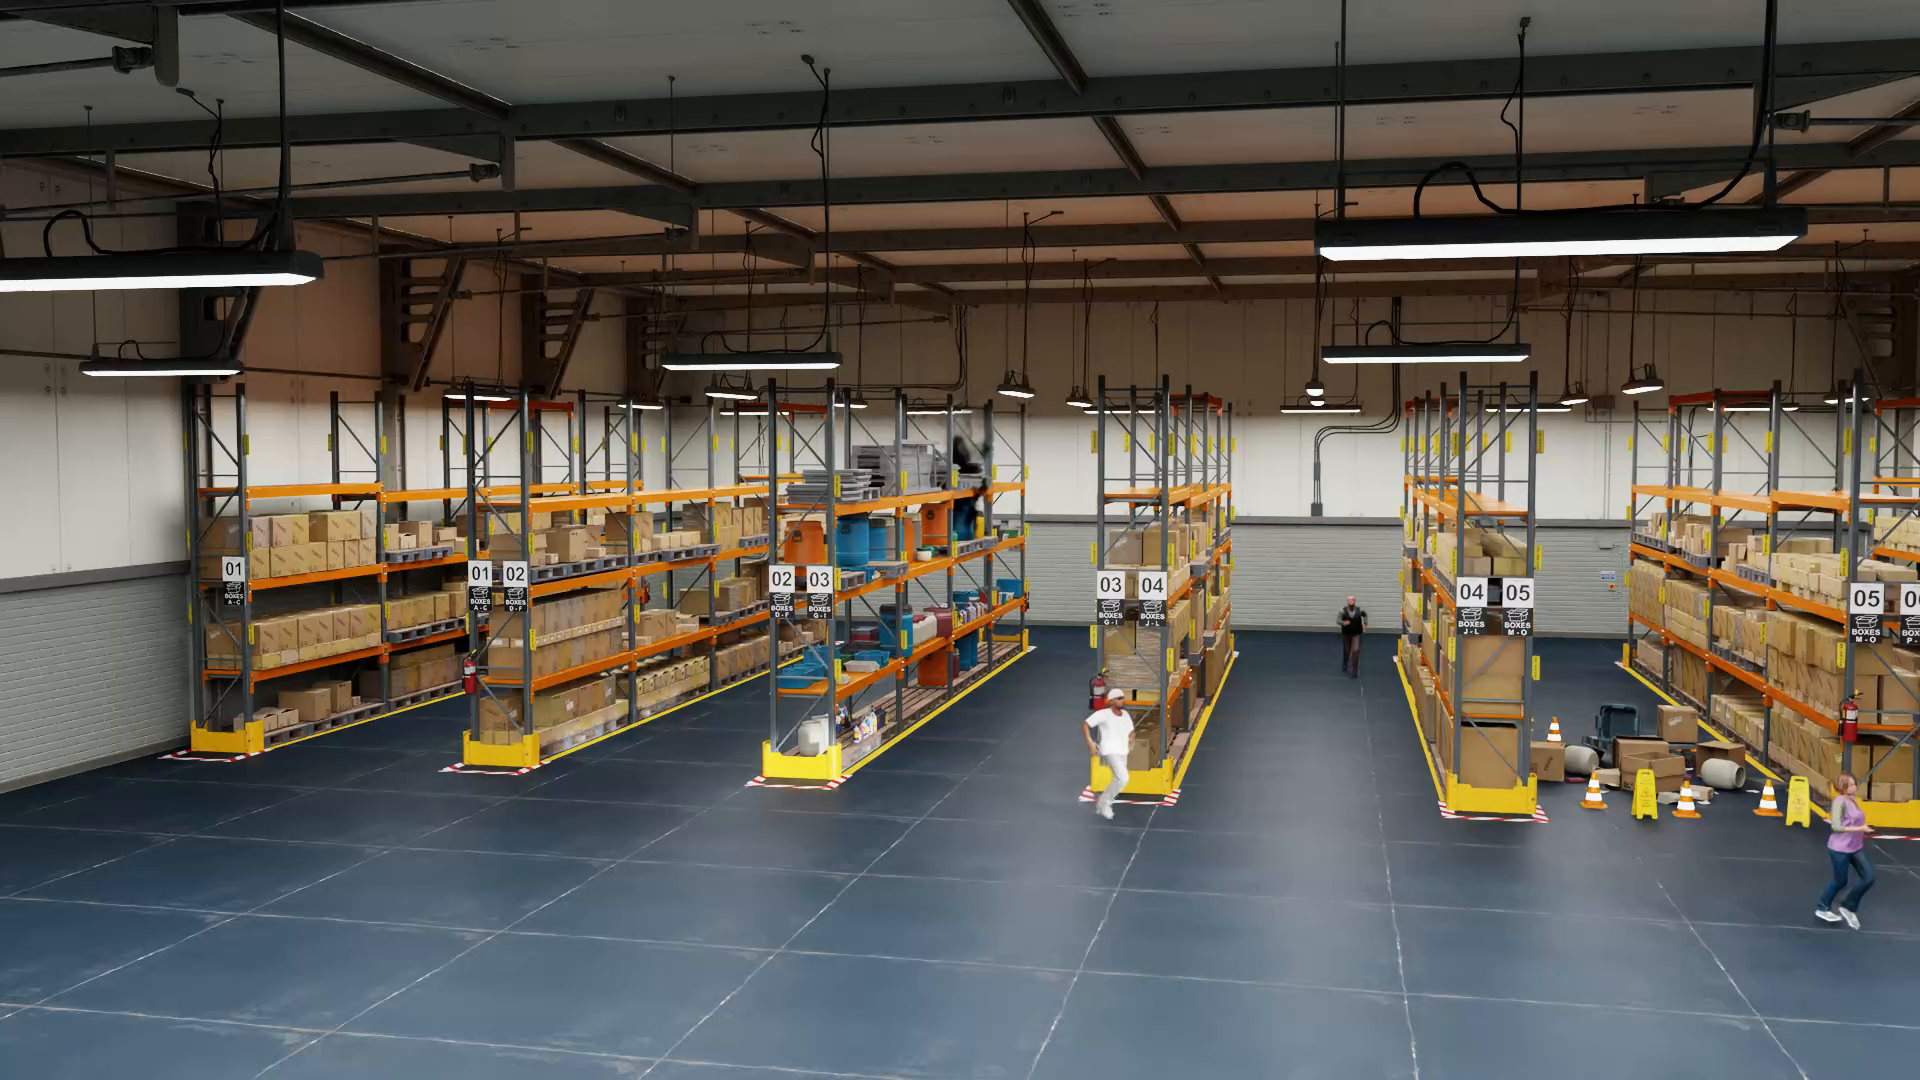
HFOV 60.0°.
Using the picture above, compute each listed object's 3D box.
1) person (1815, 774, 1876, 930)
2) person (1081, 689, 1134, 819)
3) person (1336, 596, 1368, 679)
[{"bbox_3d":[9.186,3.222,17.191,0.514,1.614,0.635,-2,4,-30],"label":"person"},{"bbox_3d":[2.072,2.861,22.280,0.629,1.720,0.705,3,5,44],"label":"person"},{"bbox_3d":[8.488,2.082,36.024,0.664,1.760,0.940,1,3,14],"label":"person"}]
